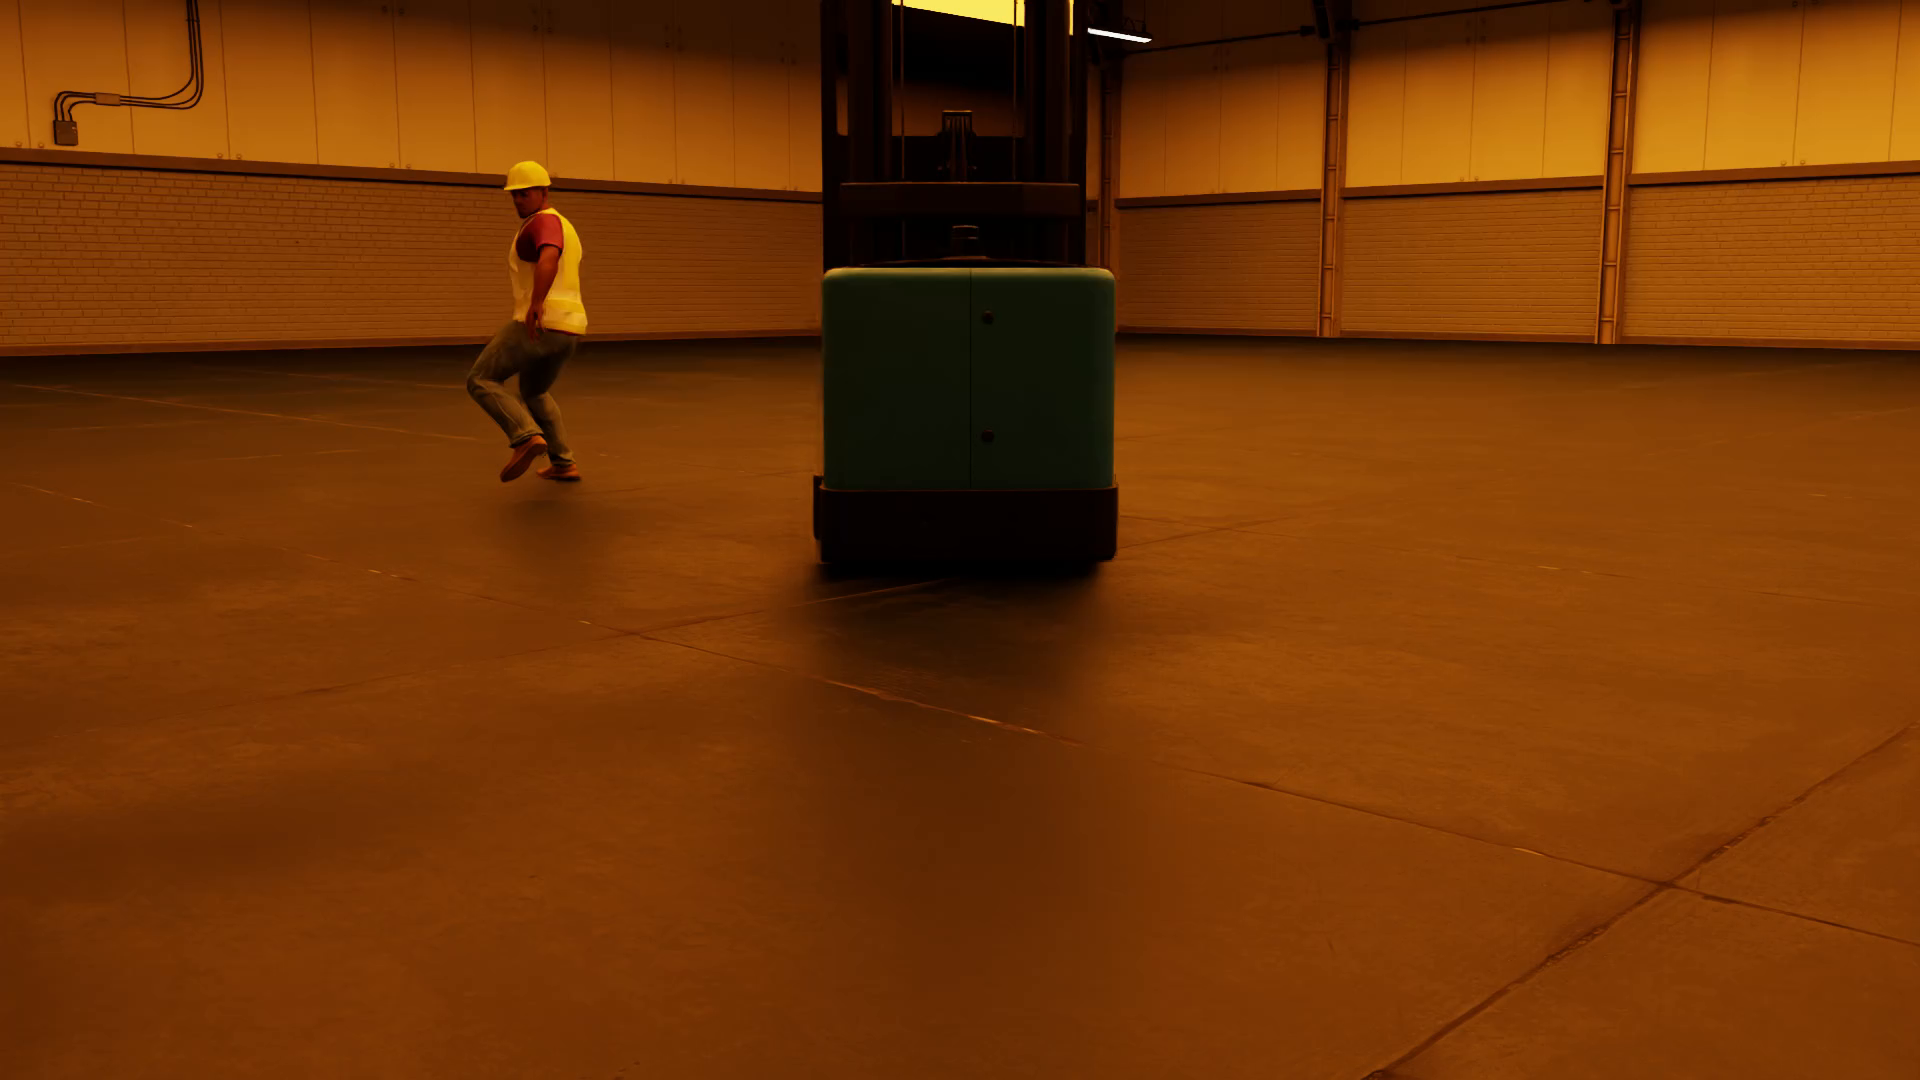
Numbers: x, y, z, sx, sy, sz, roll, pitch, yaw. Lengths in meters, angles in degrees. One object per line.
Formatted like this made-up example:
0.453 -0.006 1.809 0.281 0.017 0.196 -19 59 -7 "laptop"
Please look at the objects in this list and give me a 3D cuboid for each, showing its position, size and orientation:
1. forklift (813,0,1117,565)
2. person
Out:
-0.037 -1.540 7.099 1.130 2.935 3.031 0 9 -3 "forklift"
-2.212 -1.119 8.623 0.621 1.664 0.859 3 9 17 "person"
